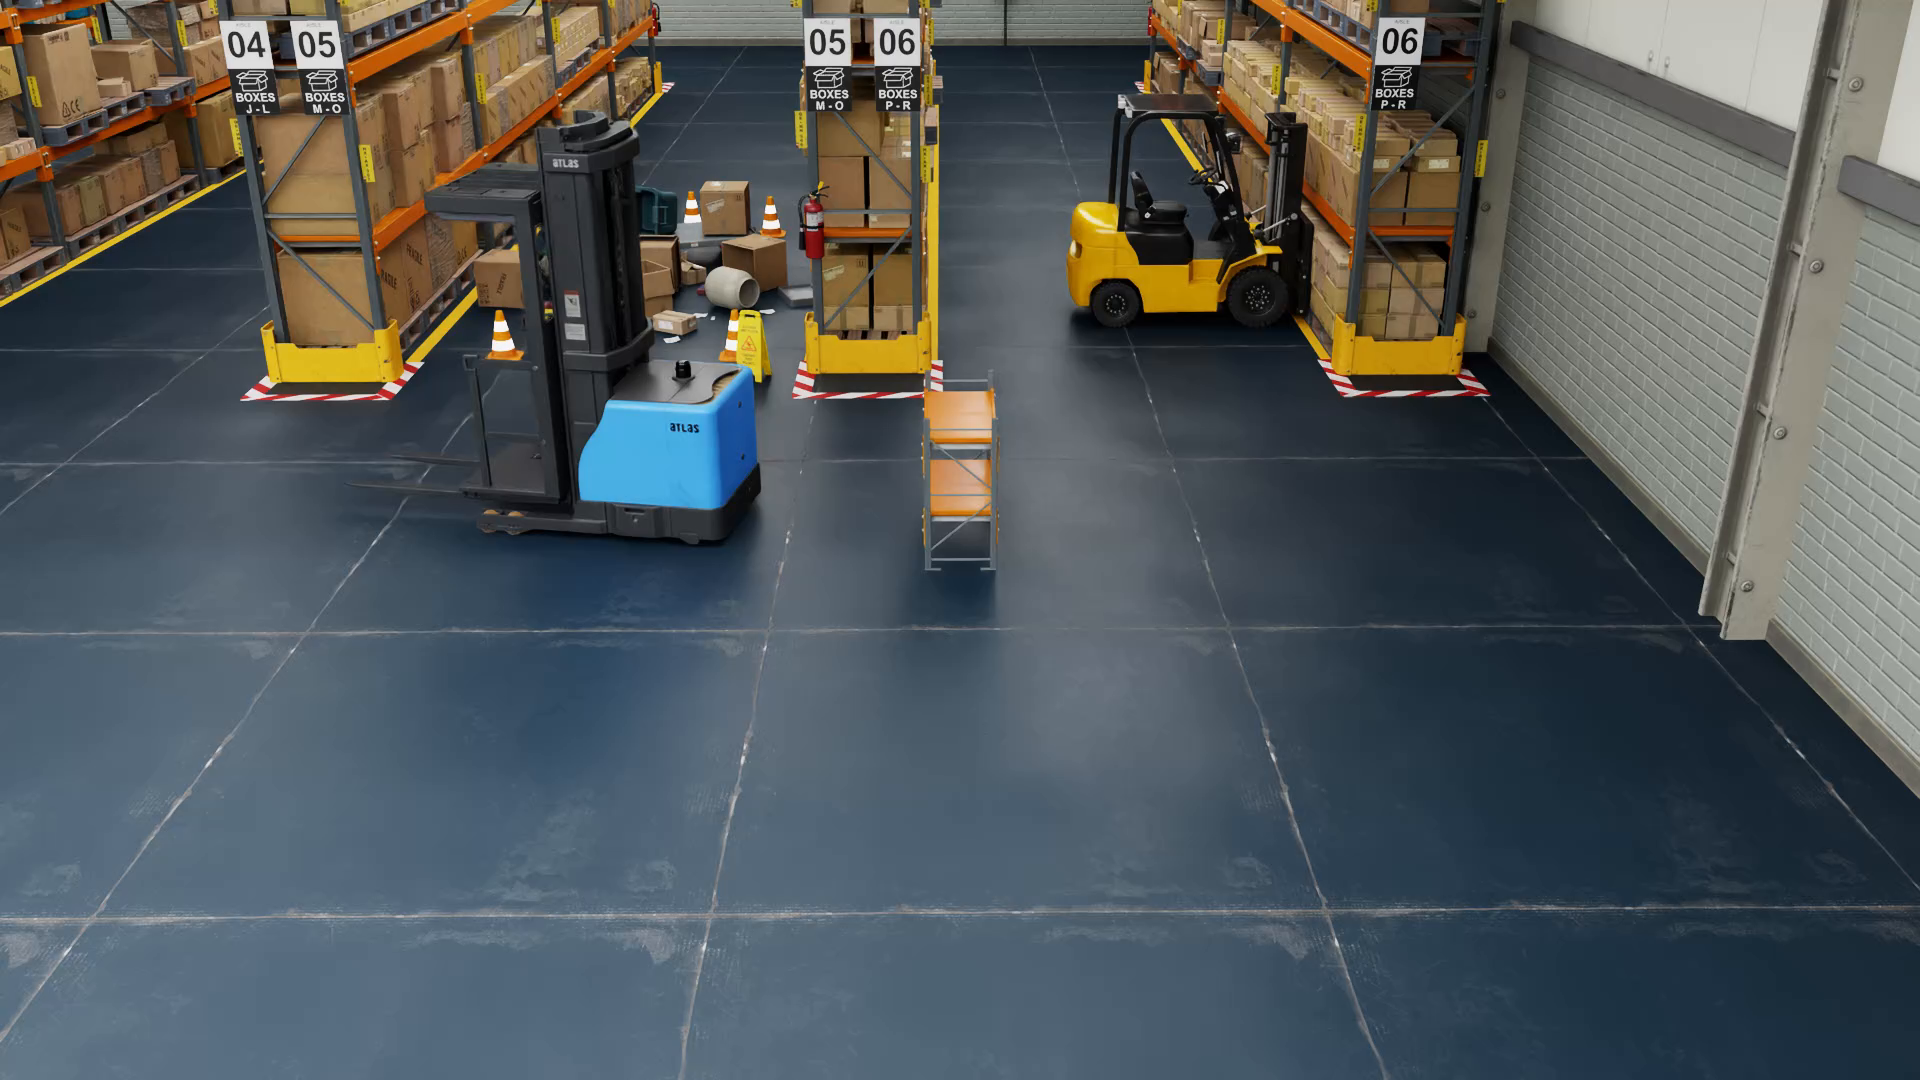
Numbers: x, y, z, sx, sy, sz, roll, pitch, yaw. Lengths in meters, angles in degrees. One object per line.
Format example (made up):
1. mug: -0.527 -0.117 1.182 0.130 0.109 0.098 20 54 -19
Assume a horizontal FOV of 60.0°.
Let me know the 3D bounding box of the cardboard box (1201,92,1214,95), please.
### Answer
1. cardboard box: 3.793 -6.595 24.811 0.380 0.149 0.250 1 24 1

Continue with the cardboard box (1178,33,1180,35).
1. cardboard box: 3.698 -8.057 26.612 0.380 0.149 0.250 0 24 1

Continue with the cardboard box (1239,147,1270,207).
1. cardboard box: 4.038 -4.591 21.016 0.875 0.625 0.625 -1 24 -3

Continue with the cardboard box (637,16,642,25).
1. cardboard box: -5.682 -8.936 28.555 0.380 0.149 0.250 0 24 1

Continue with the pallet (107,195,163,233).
1. pallet: -10.833 -4.123 20.993 1.003 0.211 1.213 0 24 -1

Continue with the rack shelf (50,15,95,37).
1. rack shelf: -15.869 -8.339 27.805 1.077 0.370 4.000 0 24 -1

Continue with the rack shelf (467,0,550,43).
1. rack shelf: -5.868 -6.412 19.904 1.077 0.370 4.000 0 24 -1

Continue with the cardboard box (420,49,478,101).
1. cardboard box: -5.858 -5.255 18.778 0.700 0.500 0.500 -1 24 -1

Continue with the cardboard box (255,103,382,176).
1. cardboard box: -5.768 -3.615 14.993 0.875 0.550 0.550 0 24 -1

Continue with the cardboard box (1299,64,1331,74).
1. cardboard box: 4.315 -5.650 20.076 0.380 0.149 0.250 0 24 -1

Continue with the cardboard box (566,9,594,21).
1. cardboard box: -5.730 -7.919 25.075 0.380 0.149 0.250 -1 24 -2

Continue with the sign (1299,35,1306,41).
1. sign: 4.577 -6.817 22.160 0.100 0.325 0.005 0 24 -1

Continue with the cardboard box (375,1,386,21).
1. cardboard box: -5.495 -4.846 15.241 0.380 0.149 0.250 0 24 0

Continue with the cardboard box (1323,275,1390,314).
1. cardboard box: 3.791 -2.354 15.919 0.500 0.250 0.500 -1 24 -1

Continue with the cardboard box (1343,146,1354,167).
1. cardboard box: 3.793 -3.577 15.493 0.380 0.149 0.250 0 24 0

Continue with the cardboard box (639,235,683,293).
1. cardboard box: -3.423 -2.987 17.963 0.797 0.637 0.503 0 24 -1

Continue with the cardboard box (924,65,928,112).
1. cardboard box: -0.616 -5.180 18.955 0.500 0.500 0.500 0 24 1

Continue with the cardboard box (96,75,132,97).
1. cardboard box: -10.563 -5.661 20.664 0.396 0.266 0.258 -1 24 -2

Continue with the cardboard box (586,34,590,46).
1. cardboard box: -5.725 -7.447 24.754 0.380 0.149 0.250 -1 24 -3

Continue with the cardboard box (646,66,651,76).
1. cardboard box: -5.686 -8.306 29.447 0.380 0.149 0.250 -1 24 -2

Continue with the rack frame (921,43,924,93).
1. rack frame: -0.898 -4.613 18.693 1.000 3.000 0.127 0 24 -1

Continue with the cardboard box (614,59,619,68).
1. cardboard box: -6.188 -8.327 29.133 0.380 0.149 0.250 0 24 0

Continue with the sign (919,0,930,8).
1. sign: -0.312 -4.732 14.256 0.100 0.325 0.005 0 24 -1

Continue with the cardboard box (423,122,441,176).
1. cardboard box: -5.914 -4.016 17.191 0.875 0.550 0.550 0 24 -1

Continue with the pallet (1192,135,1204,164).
1. pallet: 4.041 -5.824 24.754 1.003 0.211 1.213 0 24 -1

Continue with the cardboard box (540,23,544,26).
1. cardboard box: -6.378 -7.574 24.673 0.380 0.149 0.250 -1 24 -3

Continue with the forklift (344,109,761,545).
1. forklift: -3.098 -1.582 12.075 3.031 2.935 1.130 4 25 9

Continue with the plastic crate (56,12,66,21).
1. plastic crate: -15.701 -9.063 28.780 0.396 0.136 0.243 0 24 -1

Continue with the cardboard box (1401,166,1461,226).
1. cardboard box: 4.381 -3.240 15.535 0.500 0.500 0.500 1 24 1

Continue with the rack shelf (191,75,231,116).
1. rack shelf: -10.873 -6.713 24.210 1.077 0.370 4.000 0 24 -1

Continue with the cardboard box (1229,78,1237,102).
1. cardboard box: 3.783 -5.826 21.556 0.500 0.250 0.500 -1 24 -2

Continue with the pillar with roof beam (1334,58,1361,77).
1. pillar with roof beam: 0.633 -8.466 19.933 9.100 9.000 0.400 0 24 -1

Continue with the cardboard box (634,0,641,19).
1. cardboard box: -5.700 -9.070 28.065 0.500 0.500 0.500 0 24 0

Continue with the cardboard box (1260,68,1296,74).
1. cardboard box: 3.793 -5.541 19.837 0.380 0.149 0.250 -1 24 -2

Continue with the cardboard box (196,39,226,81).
1. cardboard box: -10.592 -6.676 23.134 0.500 0.500 0.500 -1 24 -2

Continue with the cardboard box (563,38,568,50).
1. cardboard box: -5.709 -6.936 23.263 0.380 0.149 0.250 0 24 0

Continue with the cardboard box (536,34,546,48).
1. cardboard box: -5.701 -6.739 22.466 0.380 0.149 0.250 0 24 0

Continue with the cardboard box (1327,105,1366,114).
1. cardboard box: 3.872 -4.244 16.608 0.380 0.149 0.250 0 24 0

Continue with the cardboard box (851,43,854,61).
1. cardboard box: -1.138 -4.363 14.805 0.380 0.149 0.250 0 24 0

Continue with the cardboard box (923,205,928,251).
1. cardboard box: -0.609 -3.231 17.554 0.500 0.500 0.500 1 24 2

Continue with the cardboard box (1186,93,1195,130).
1. cardboard box: 3.774 -6.566 25.535 0.500 0.500 0.500 -1 24 -1

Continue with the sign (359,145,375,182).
1. sign: -5.248 -3.332 14.713 0.100 0.325 0.005 0 24 -1

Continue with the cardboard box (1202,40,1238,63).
1. cardboard box: 3.687 -6.842 23.293 0.500 0.250 0.500 -1 24 -3

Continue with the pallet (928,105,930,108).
1. pallet: -0.879 -5.359 20.574 1.003 0.211 1.213 0 24 -1

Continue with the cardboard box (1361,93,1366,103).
1. cardboard box: 4.397 -4.561 17.309 0.380 0.149 0.250 -1 24 -1

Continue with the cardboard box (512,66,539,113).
1. cardboard box: -5.607 -5.647 20.858 0.500 0.500 0.500 -1 24 -1

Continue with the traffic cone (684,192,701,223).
1. traffic cone: -3.314 -4.077 20.586 0.336 0.463 0.334 0 24 -1

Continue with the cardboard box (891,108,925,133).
1. cardboard box: -0.622 -4.186 17.268 0.500 0.500 0.500 0 24 1

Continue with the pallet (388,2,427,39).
1. pallet: -5.838 -5.037 16.098 1.003 0.211 1.213 0 24 -1

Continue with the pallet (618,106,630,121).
1. pallet: -5.976 -6.852 27.027 1.003 0.211 1.213 0 24 -1

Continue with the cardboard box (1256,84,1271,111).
1. cardboard box: 3.792 -5.210 19.587 0.500 0.250 0.500 -1 24 -2

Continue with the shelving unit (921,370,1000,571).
1. shelving unit: 0.000 -0.515 11.908 0.538 1.125 1.048 0 24 -1

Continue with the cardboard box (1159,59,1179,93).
1. cardboard box: 3.817 -8.029 28.770 0.700 0.500 0.500 1 24 2

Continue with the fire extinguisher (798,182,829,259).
1. fire extinguisher: -1.314 -2.880 14.956 0.296 0.674 0.183 0 24 -1

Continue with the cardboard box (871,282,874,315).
1. cardboard box: -1.130 -2.449 16.735 0.500 0.250 0.500 0 24 0

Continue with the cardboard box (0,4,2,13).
1. cardboard box: -10.541 -5.680 17.595 0.500 0.250 0.500 1 24 1

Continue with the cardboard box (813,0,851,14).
1. cardboard box: -1.153 -4.719 14.624 0.380 0.149 0.250 0 24 0

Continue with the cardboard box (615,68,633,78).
1. cardboard box: -5.753 -7.904 28.198 0.380 0.149 0.250 -1 24 -2
